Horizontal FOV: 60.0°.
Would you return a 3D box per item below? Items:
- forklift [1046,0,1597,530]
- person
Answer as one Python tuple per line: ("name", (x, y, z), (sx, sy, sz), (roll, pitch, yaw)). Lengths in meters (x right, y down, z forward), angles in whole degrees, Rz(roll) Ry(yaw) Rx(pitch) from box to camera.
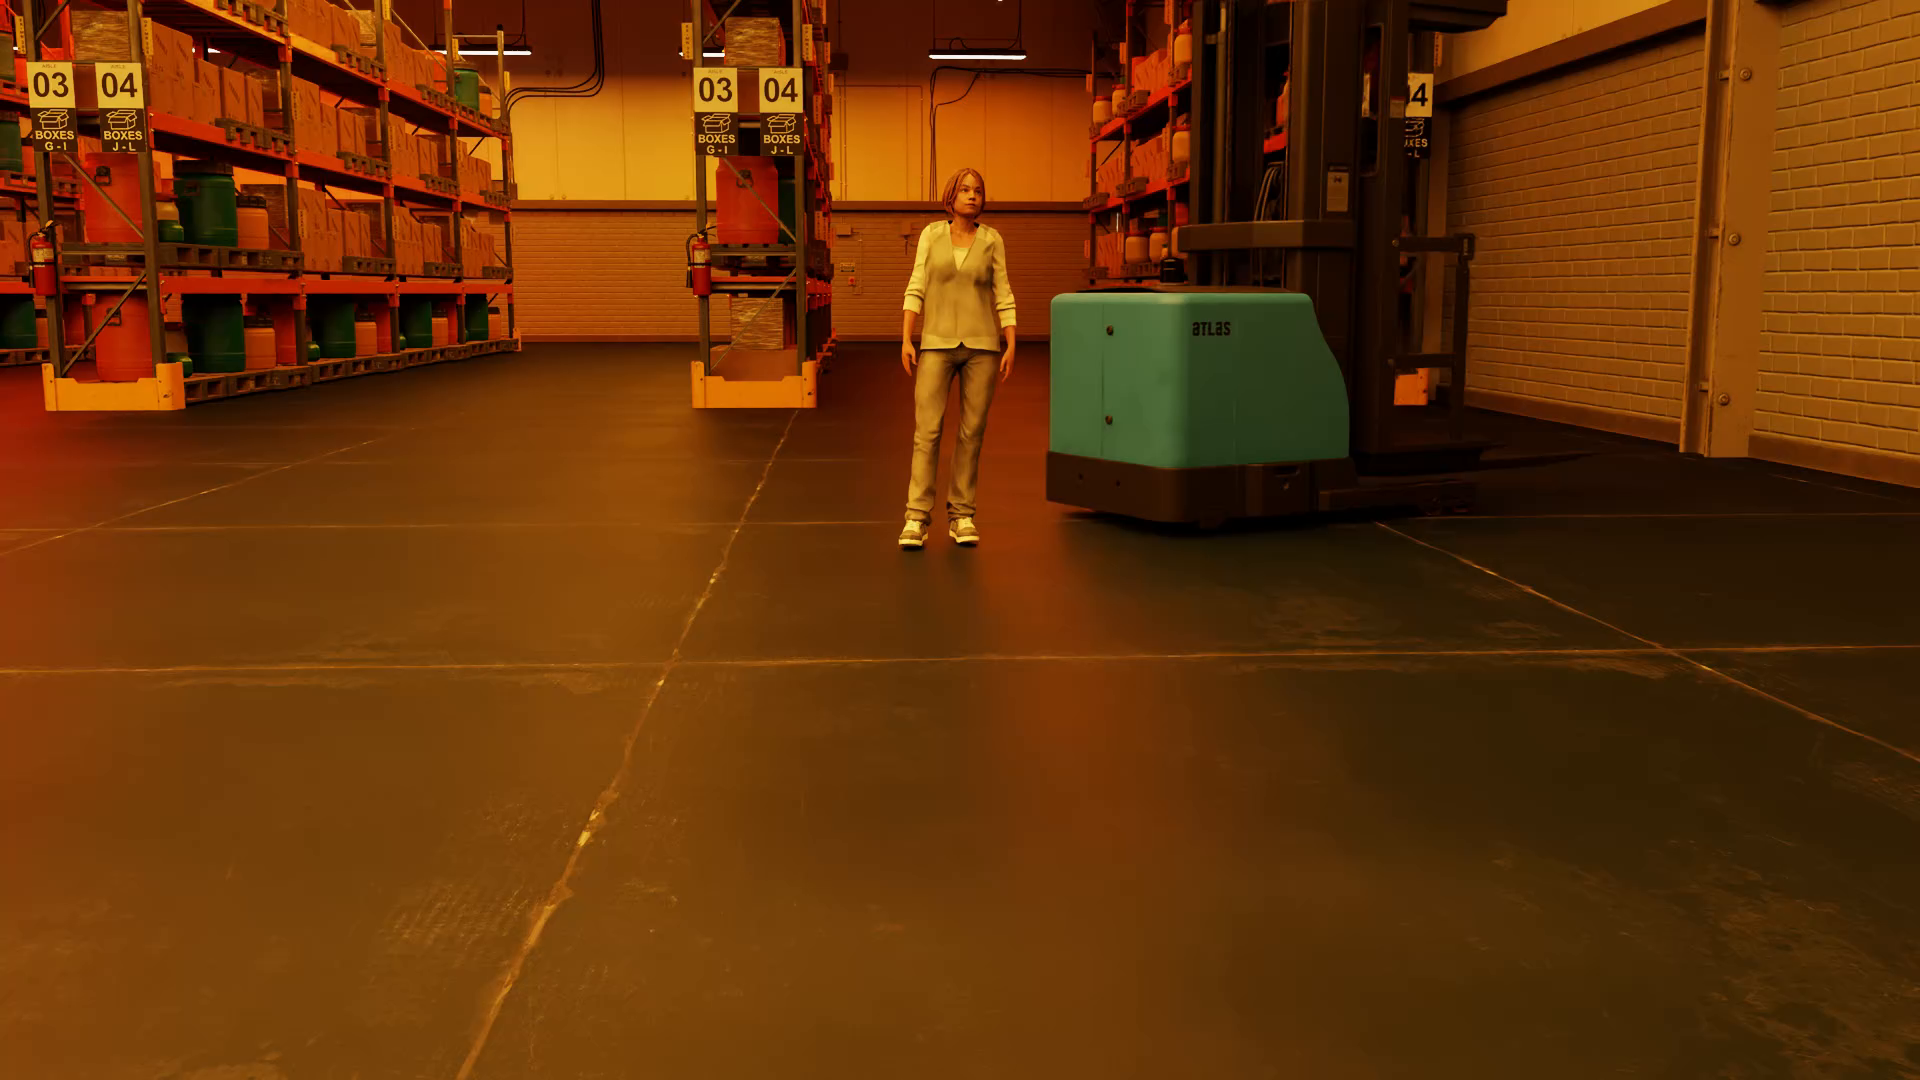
("forklift", (1.954, -1.627, 8.286), (3.031, 2.935, 1.130), (-5, 10, -30))
("person", (-0.009, -0.786, 7.117), (0.520, 1.600, 0.472), (-1, 8, -4))
